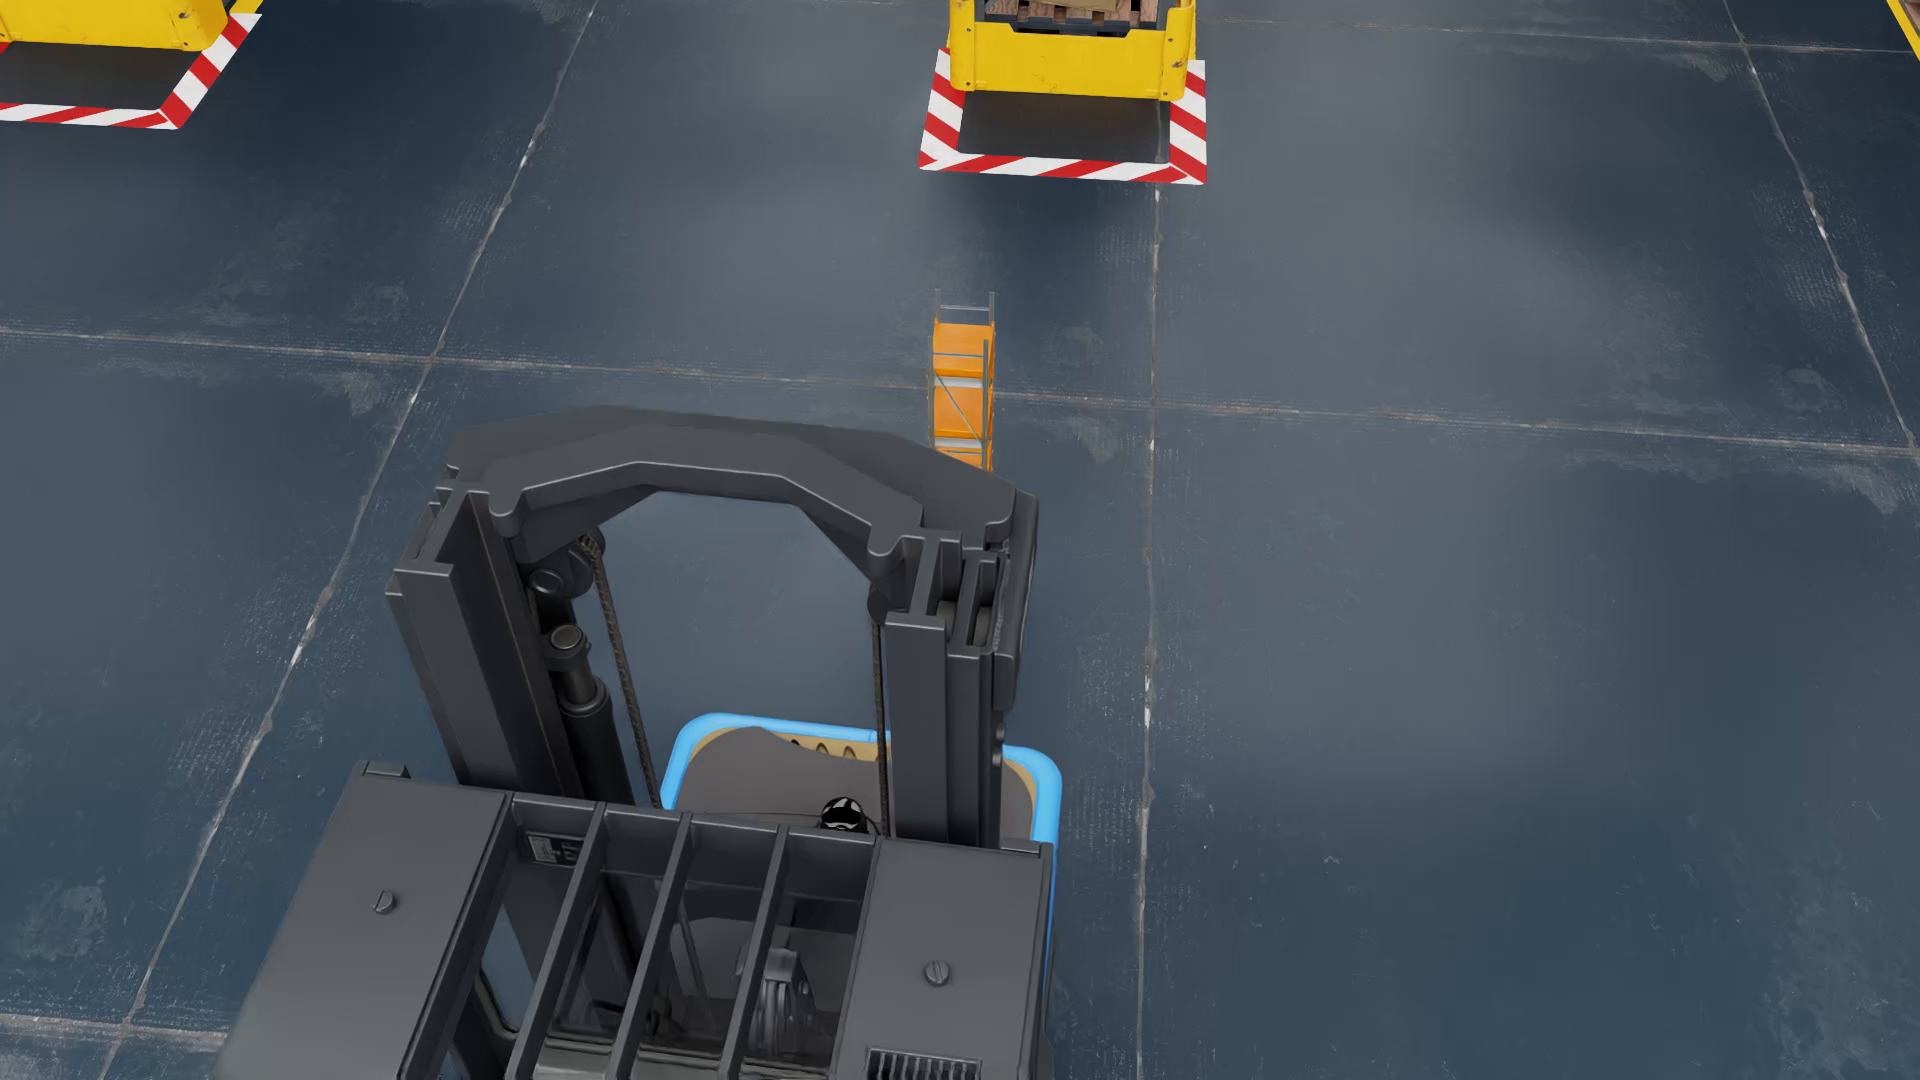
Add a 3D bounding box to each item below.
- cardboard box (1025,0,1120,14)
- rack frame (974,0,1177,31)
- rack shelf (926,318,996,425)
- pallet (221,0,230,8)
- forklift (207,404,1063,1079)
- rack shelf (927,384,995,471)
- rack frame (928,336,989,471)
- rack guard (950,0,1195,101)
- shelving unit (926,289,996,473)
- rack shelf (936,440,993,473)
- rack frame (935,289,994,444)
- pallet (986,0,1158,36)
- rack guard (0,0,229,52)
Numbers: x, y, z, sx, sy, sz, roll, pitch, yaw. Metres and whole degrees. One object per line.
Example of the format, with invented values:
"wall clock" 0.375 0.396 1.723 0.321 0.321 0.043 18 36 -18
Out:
"cardboard box" 0.609 -3.049 8.415 0.500 0.500 0.500 12 49 11
"rack frame" 0.536 -3.293 7.229 1.000 3.000 0.127 4 48 4
"rack shelf" 0.005 -0.578 5.697 0.215 0.259 0.240 4 48 4
"pallet" -4.357 -3.340 9.162 1.003 0.211 1.213 4 48 4
"forklift" -0.438 1.311 3.065 1.130 2.935 3.031 6 48 5
"rack shelf" 0.005 -0.386 5.906 0.215 0.259 0.240 4 48 4
"rack frame" -0.006 -0.304 5.817 0.200 1.050 0.008 4 48 4
"rack guard" 0.543 -2.505 8.202 1.175 0.500 0.348 4 48 4
"shelving unit" 0.005 -0.394 5.899 0.215 1.050 0.252 4 48 4
"rack shelf" 0.005 -0.199 6.111 0.215 0.259 0.240 4 48 4
"rack frame" 0.016 -0.483 5.981 0.200 1.050 0.008 4 48 4
"pallet" 0.652 -3.002 8.853 1.003 0.211 1.213 4 48 4
"rack guard" -4.436 -2.841 8.510 1.175 0.500 0.348 4 48 4
